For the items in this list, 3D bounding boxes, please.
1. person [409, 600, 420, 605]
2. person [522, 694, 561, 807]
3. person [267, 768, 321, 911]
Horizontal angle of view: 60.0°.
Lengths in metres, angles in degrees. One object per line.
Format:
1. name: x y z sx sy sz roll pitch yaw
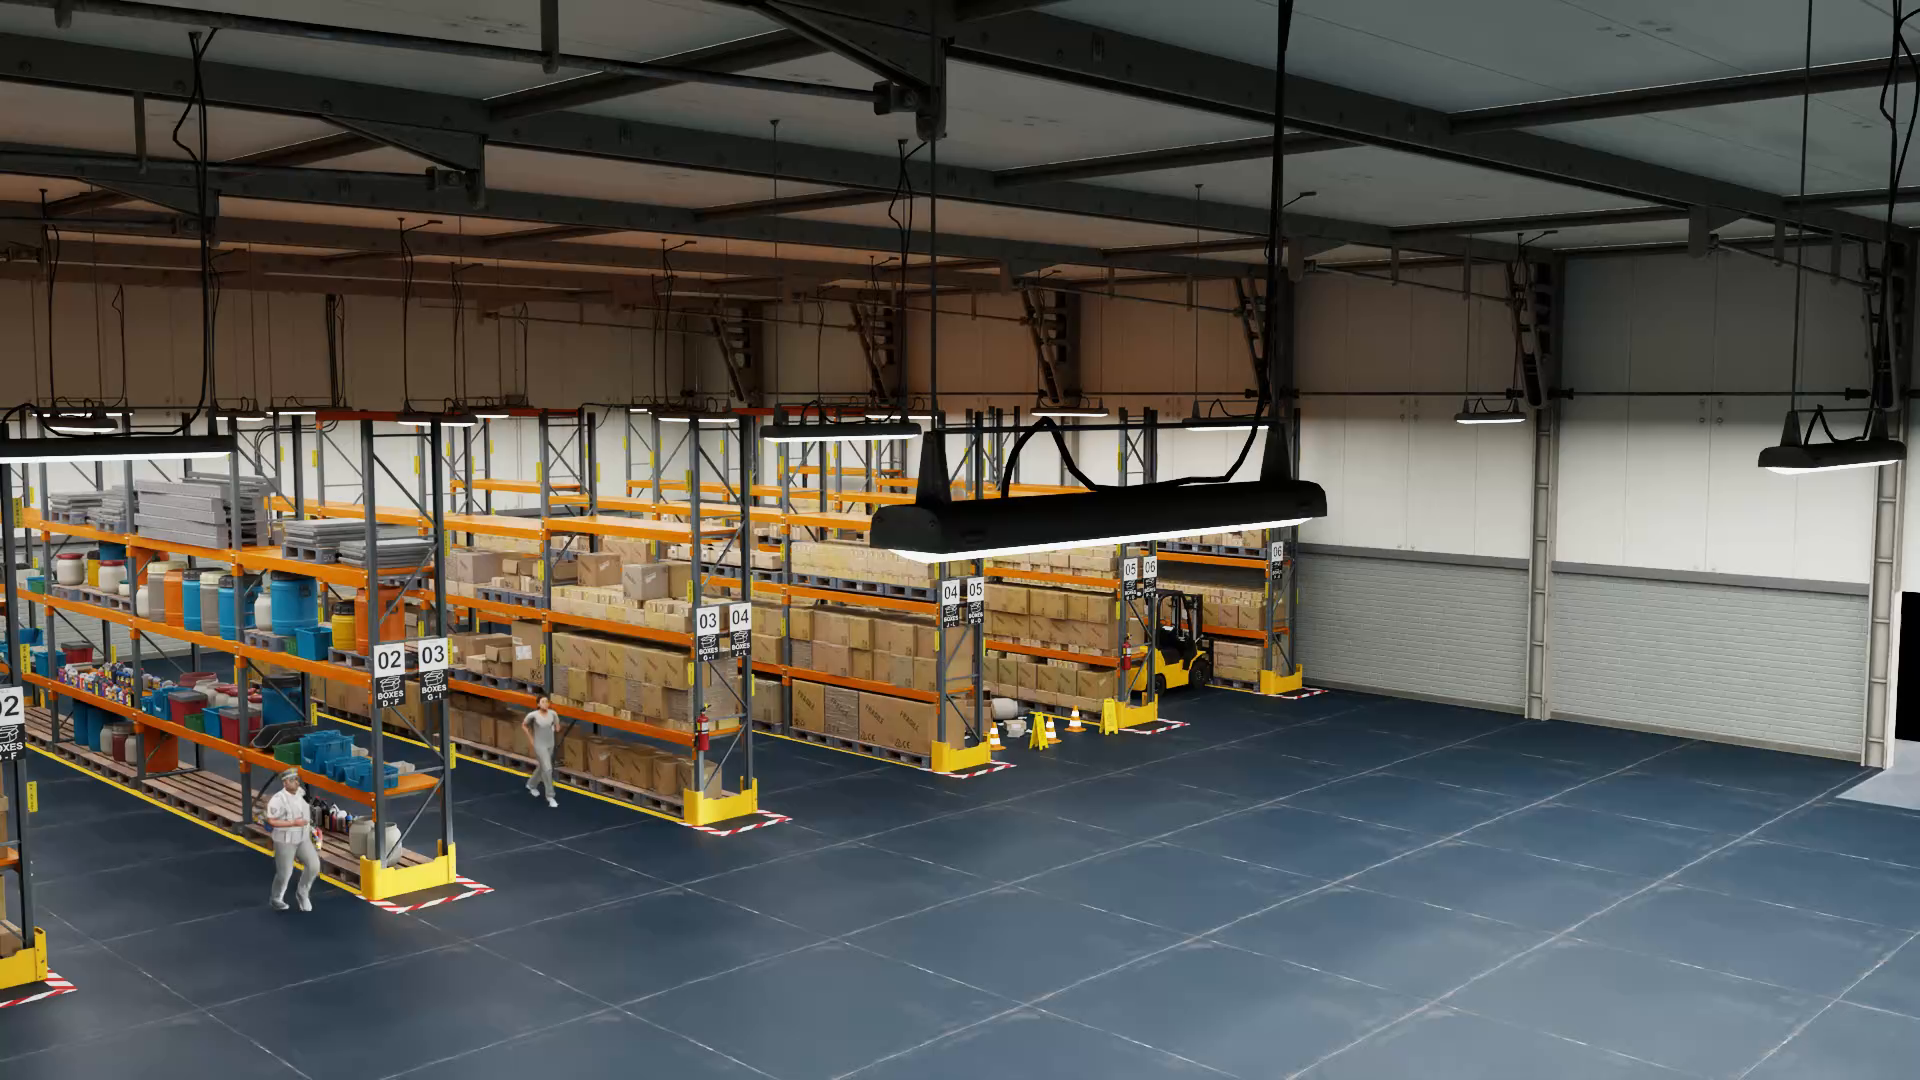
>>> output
1. person: -12.466 2.168 37.724 0.635 1.623 0.671 -2 6 -25
2. person: -6.437 3.218 25.730 0.874 1.703 0.549 5 7 43
3. person: -8.099 3.672 20.242 0.667 1.841 0.658 3 6 29
